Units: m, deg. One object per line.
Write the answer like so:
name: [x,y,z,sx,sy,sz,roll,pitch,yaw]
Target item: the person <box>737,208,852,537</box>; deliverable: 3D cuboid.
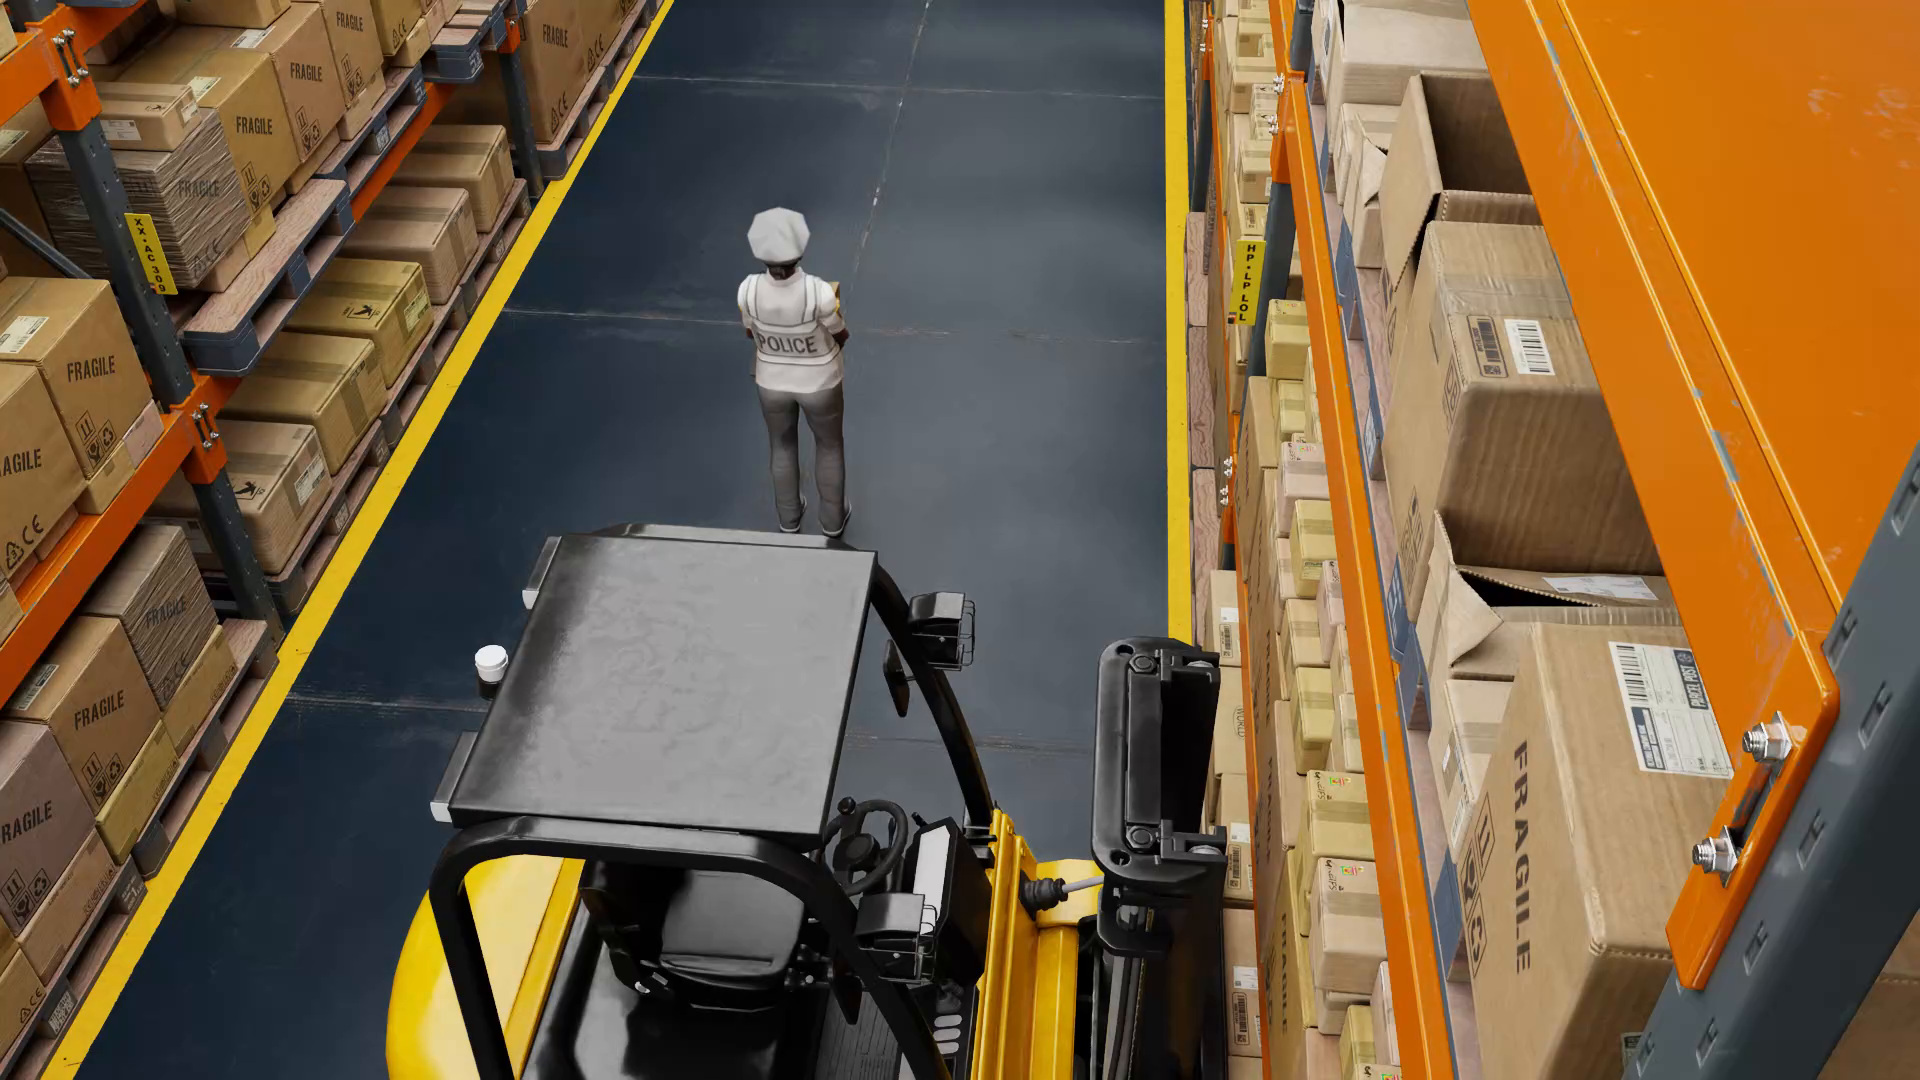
person: [-0.697,-0.737,7.297,0.450,1.688,0.540,4,40,4]
